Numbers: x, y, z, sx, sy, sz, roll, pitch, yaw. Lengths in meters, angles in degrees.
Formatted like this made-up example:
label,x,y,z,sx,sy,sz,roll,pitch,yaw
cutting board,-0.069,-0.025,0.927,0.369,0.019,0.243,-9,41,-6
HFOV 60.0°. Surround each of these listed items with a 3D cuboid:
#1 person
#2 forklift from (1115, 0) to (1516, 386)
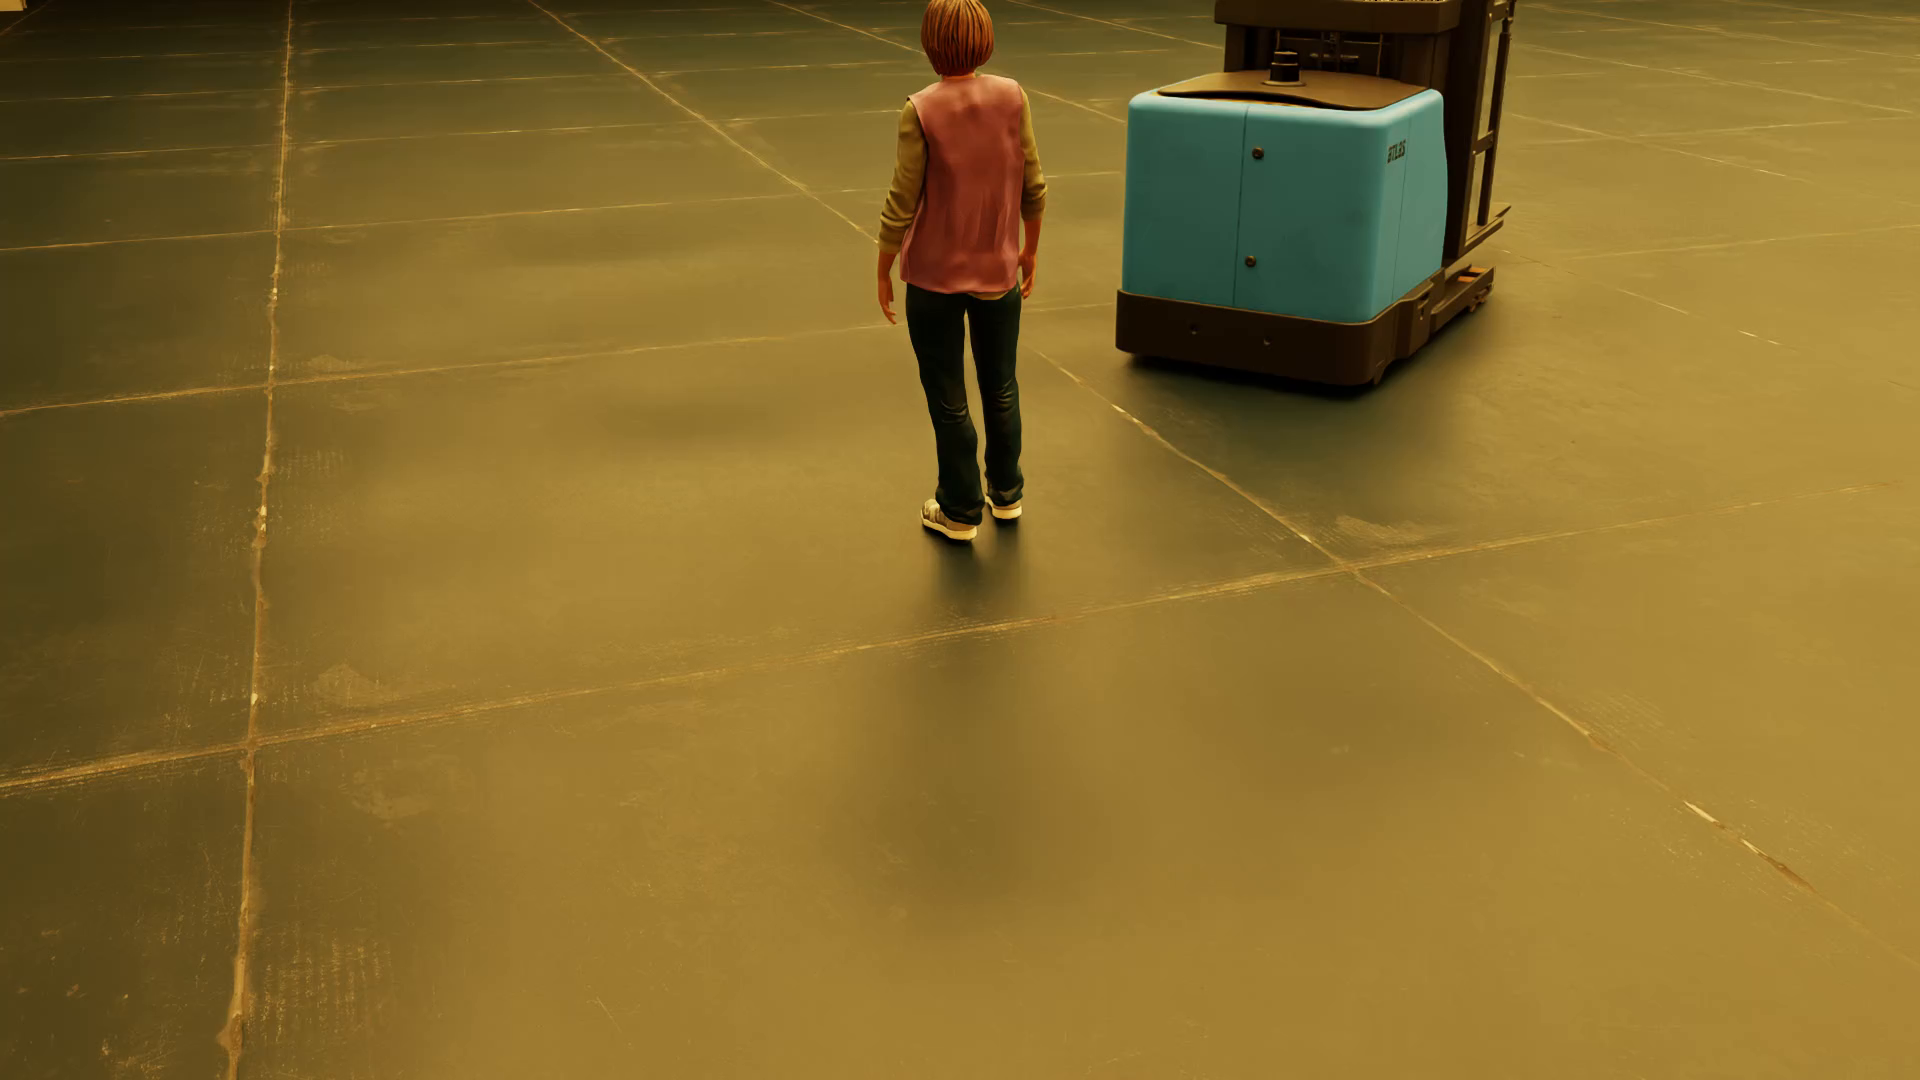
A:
label,x,y,z,sx,sy,sz,roll,pitch,yaw
person,-0.012,-0.771,4.835,0.520,1.596,0.476,-8,24,-18
forklift,1.813,-2.460,7.147,1.130,2.935,3.031,13,26,28
